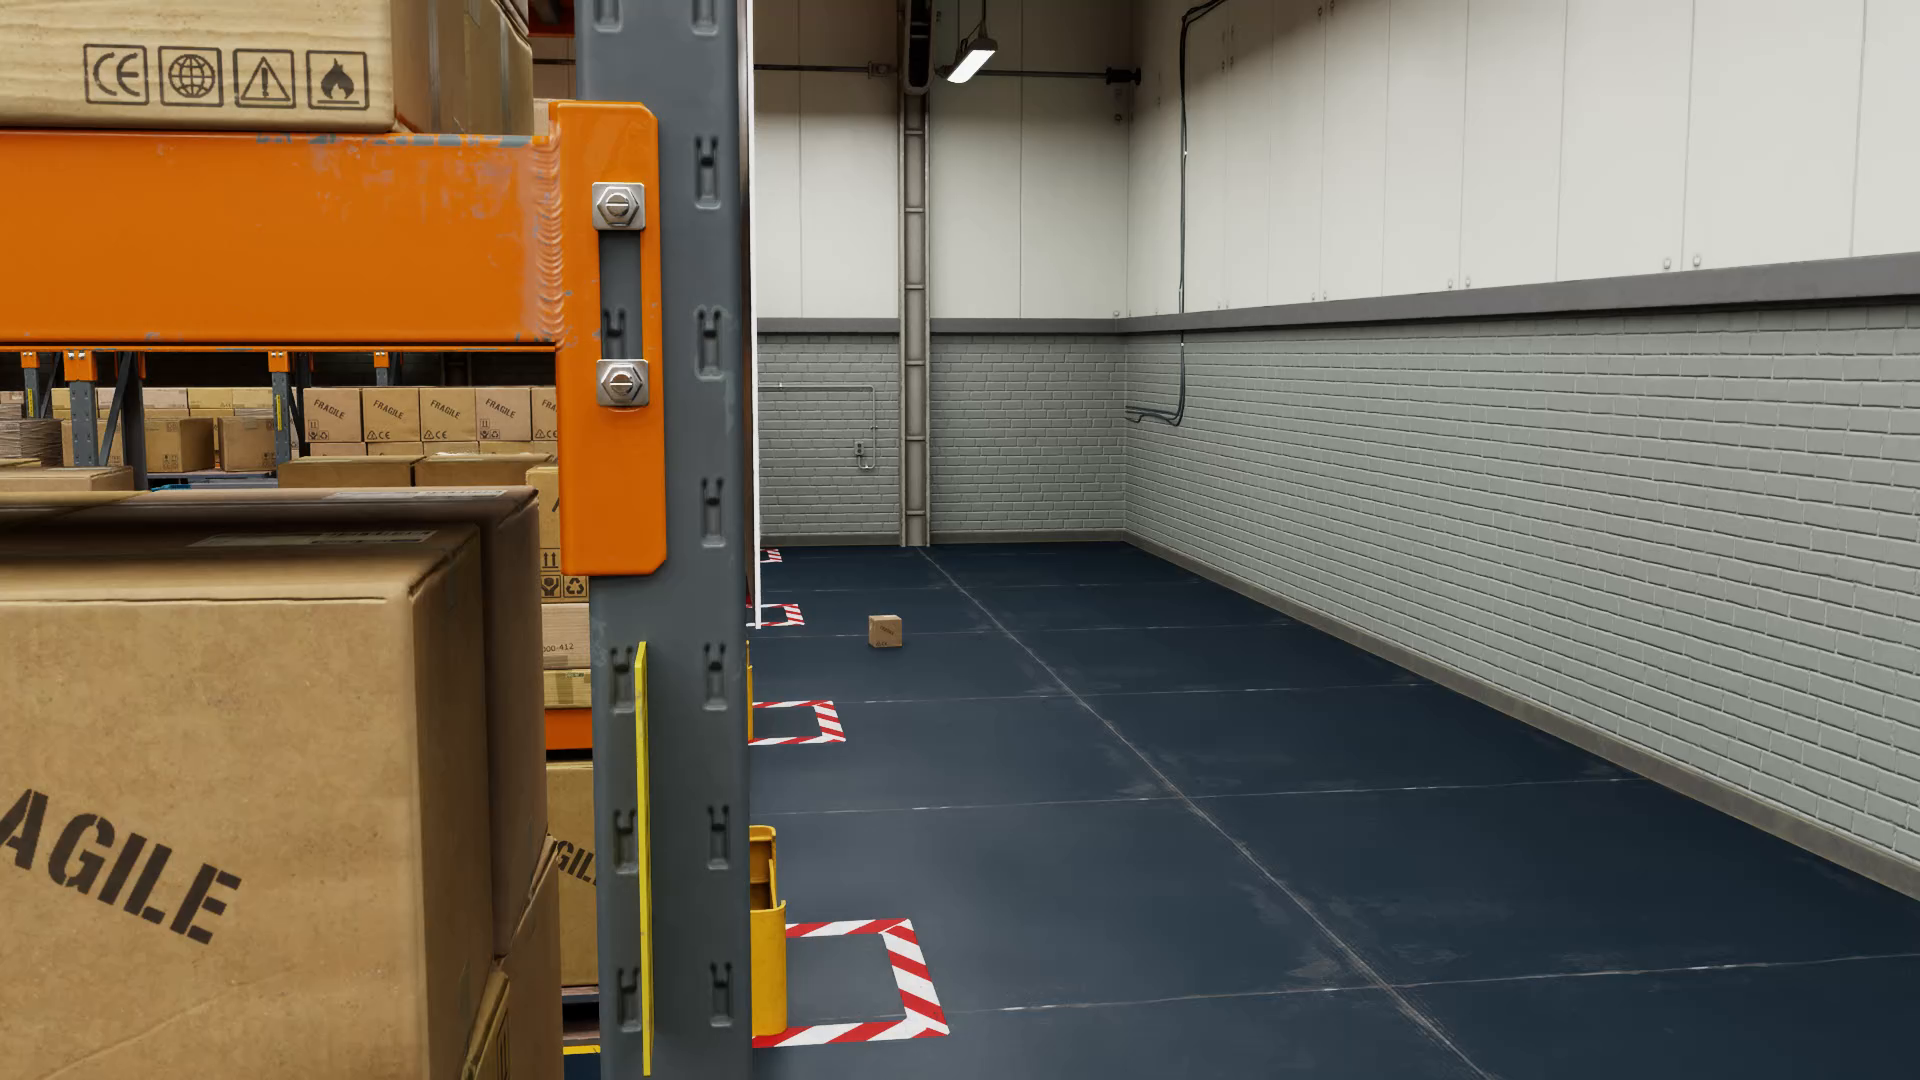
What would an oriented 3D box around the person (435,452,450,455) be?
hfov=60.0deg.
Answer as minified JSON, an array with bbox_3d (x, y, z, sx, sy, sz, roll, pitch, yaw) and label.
[{"bbox_3d":[-4.708,0.083,14.734,0.982,1.718,0.538,-1,6,-5],"label":"person"}]
